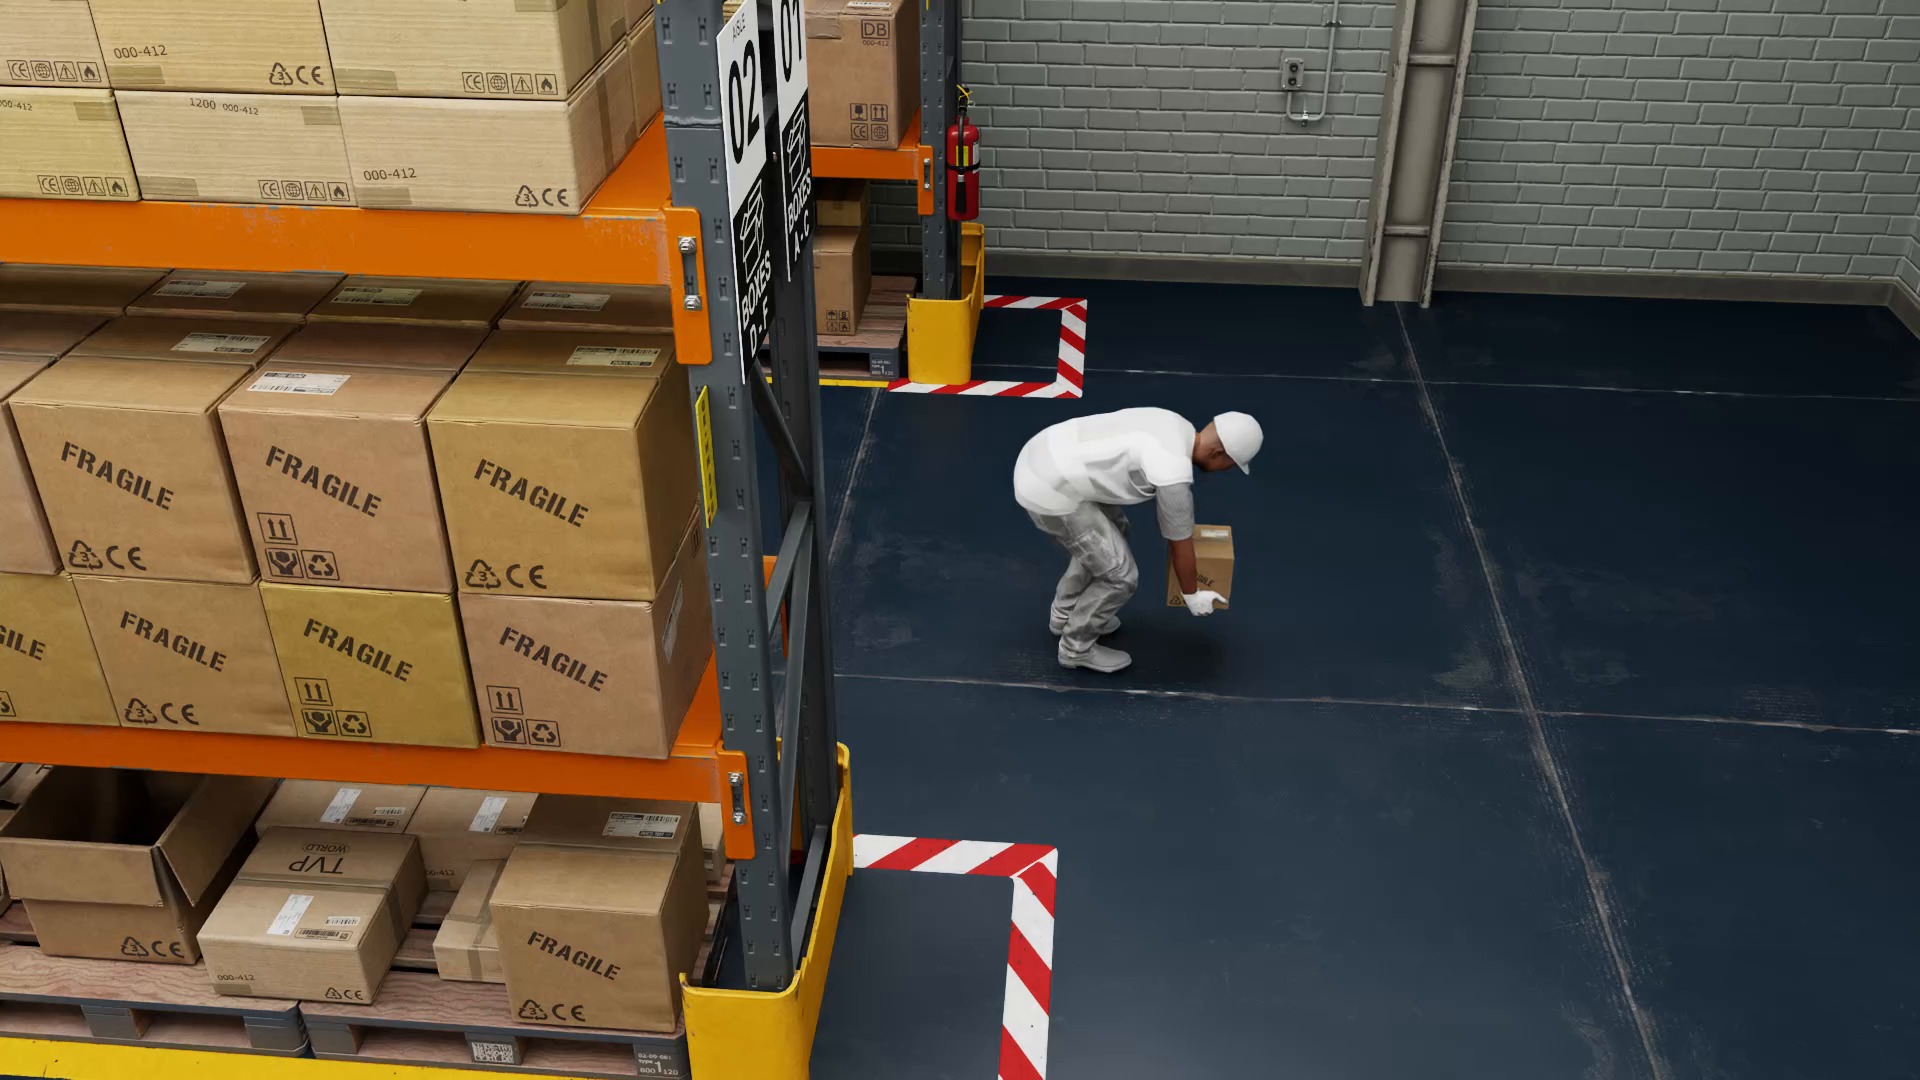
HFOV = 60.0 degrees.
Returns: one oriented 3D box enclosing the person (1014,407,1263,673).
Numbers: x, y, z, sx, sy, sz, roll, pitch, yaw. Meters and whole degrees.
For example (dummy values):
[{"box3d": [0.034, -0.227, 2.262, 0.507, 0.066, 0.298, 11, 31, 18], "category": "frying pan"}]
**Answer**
[{"box3d": [0.701, -0.022, 6.777, 0.974, 1.124, 0.520, 1, 32, 2], "category": "person"}]
